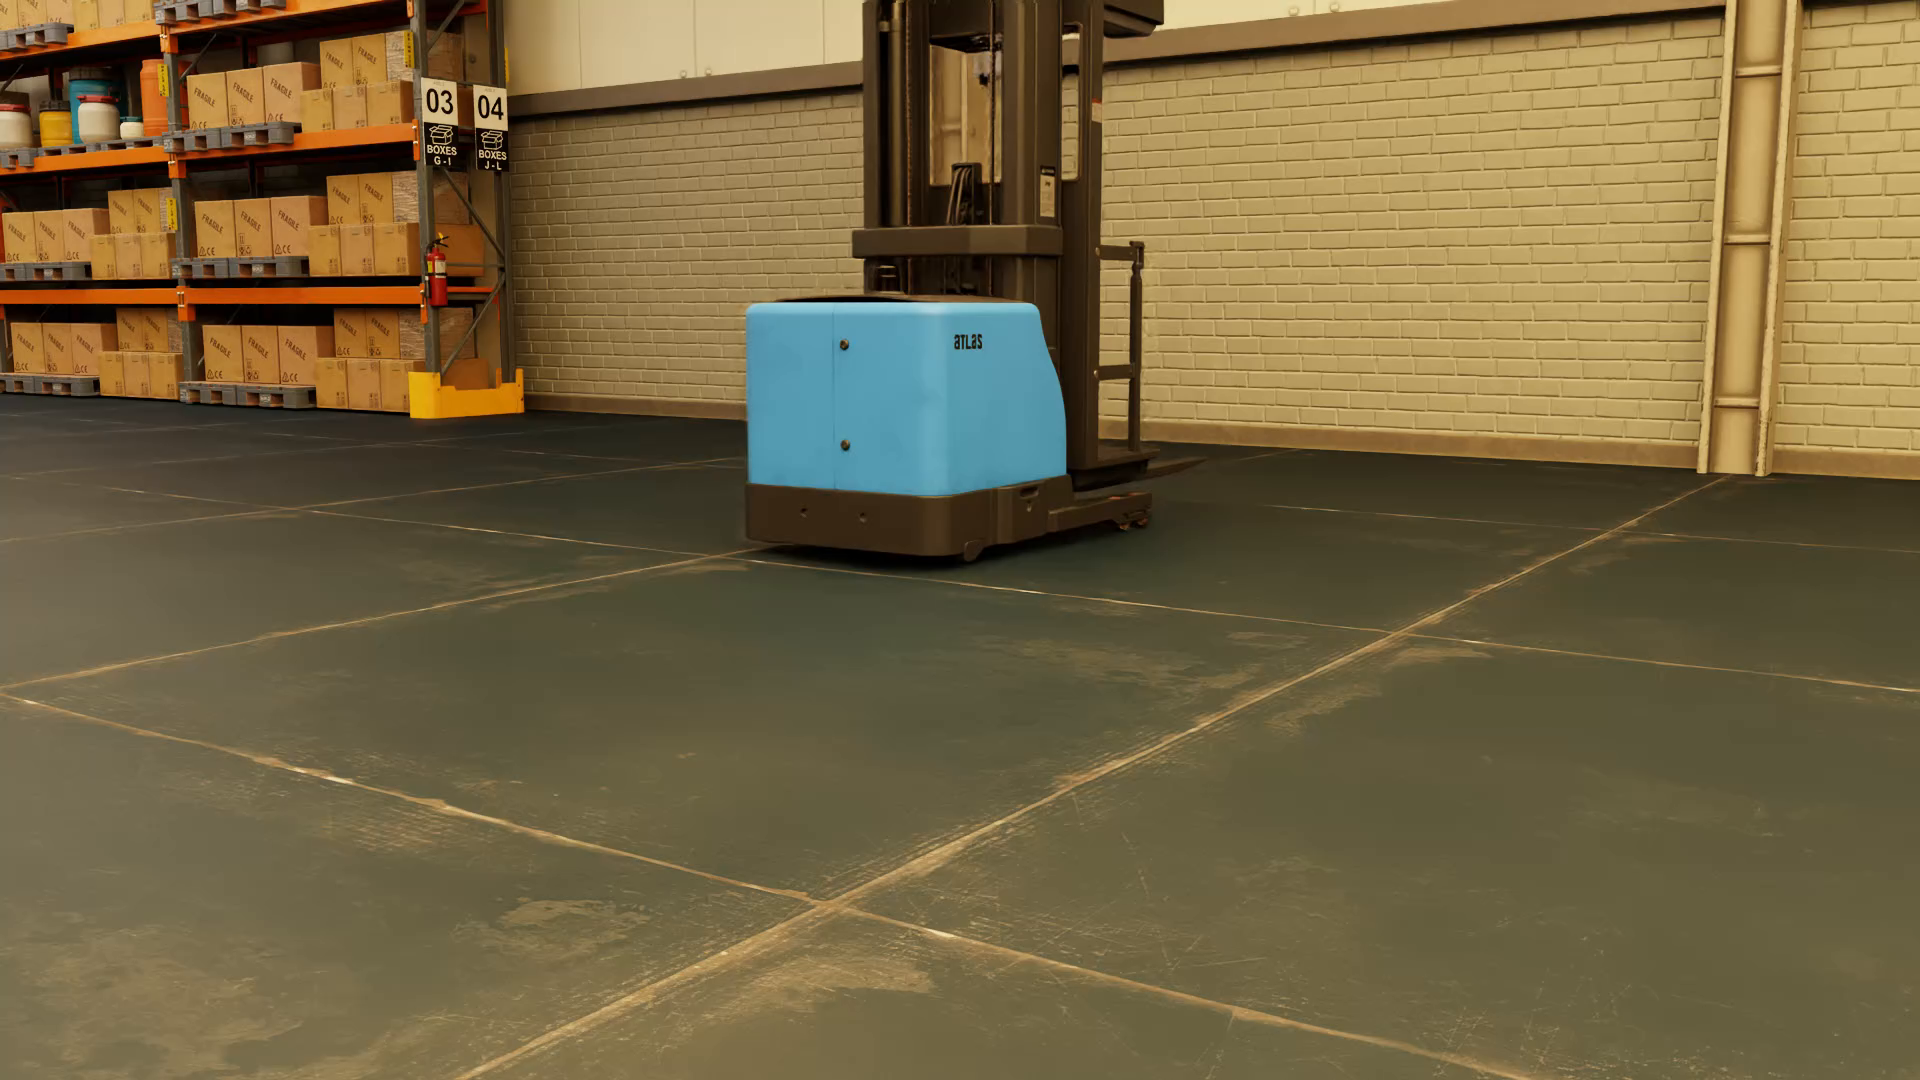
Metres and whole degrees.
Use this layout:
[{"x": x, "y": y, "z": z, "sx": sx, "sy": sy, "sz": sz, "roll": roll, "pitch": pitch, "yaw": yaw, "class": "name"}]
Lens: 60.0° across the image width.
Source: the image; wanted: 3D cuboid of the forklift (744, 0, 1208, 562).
[{"x": 0.283, "y": -1.528, "z": 7.937, "sx": 1.130, "sy": 2.935, "sz": 3.031, "roll": 5, "pitch": 10, "yaw": 32, "class": "forklift"}]
